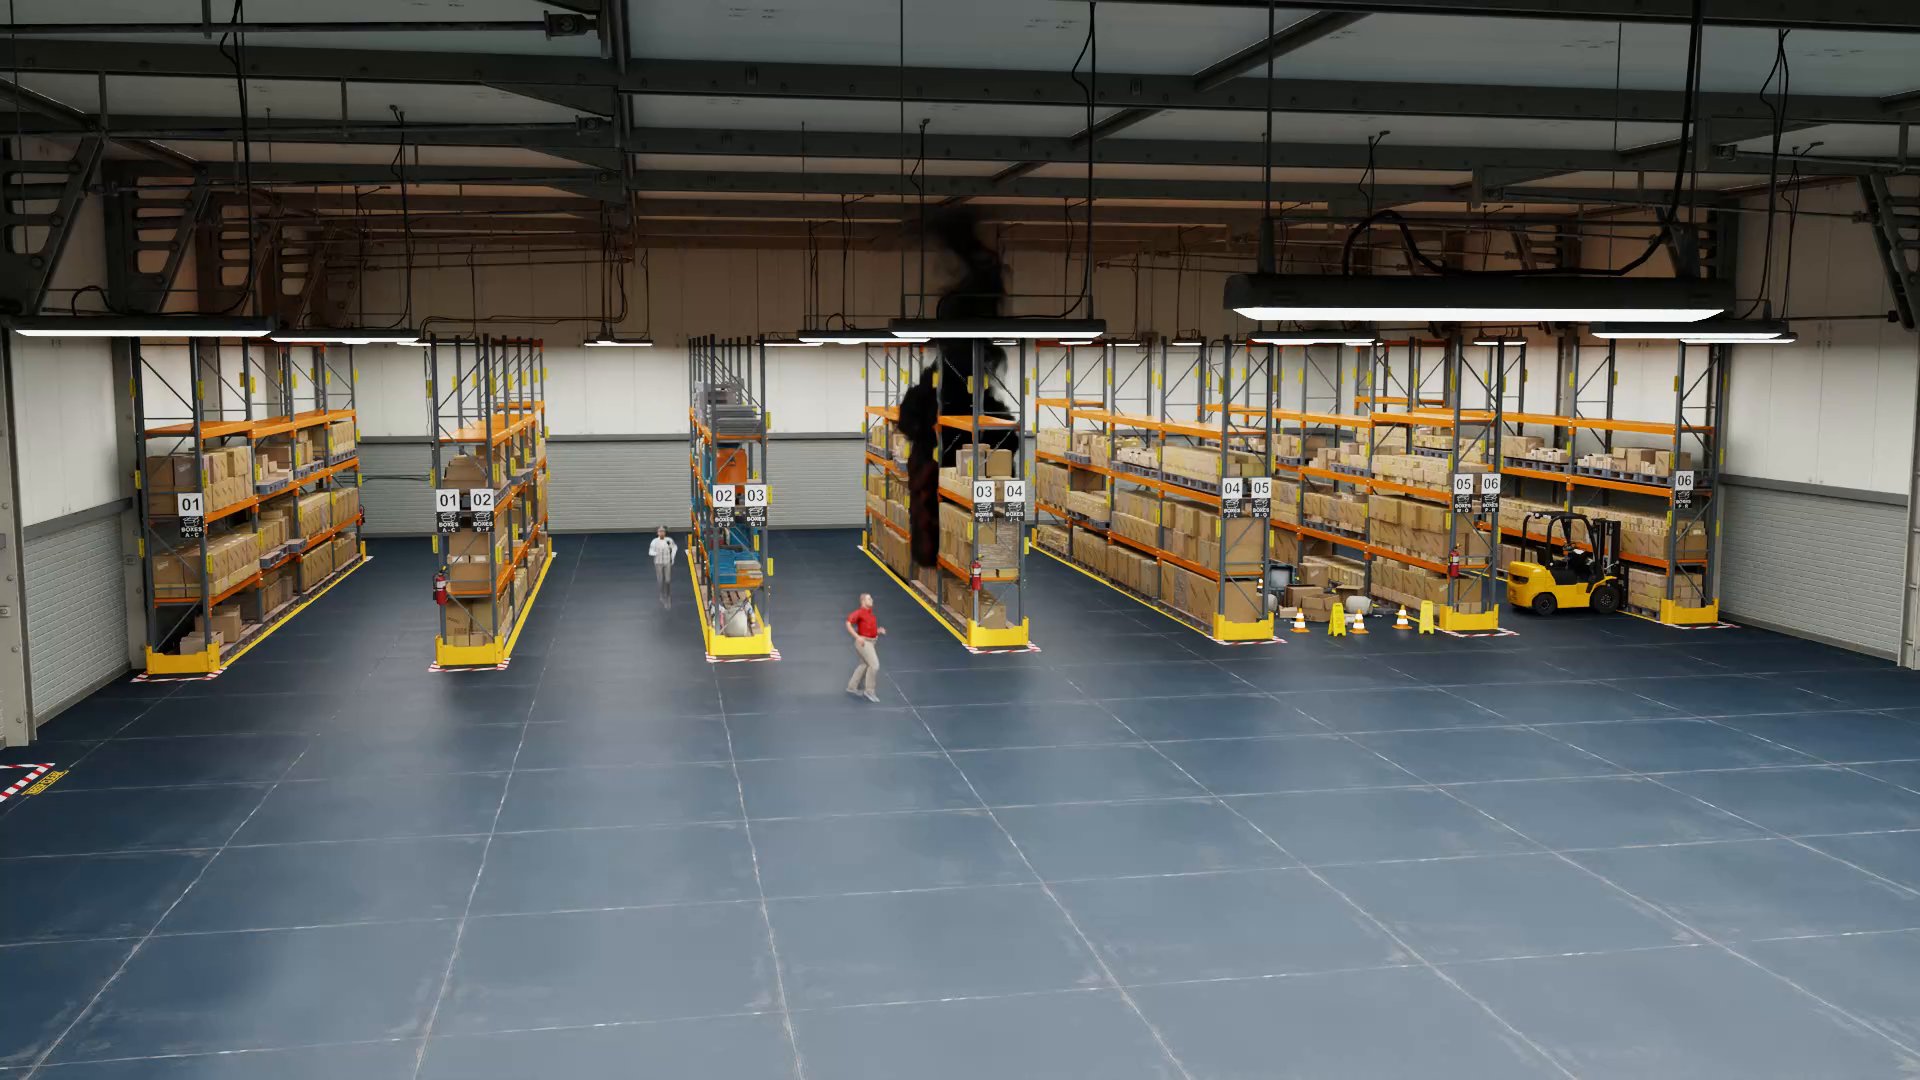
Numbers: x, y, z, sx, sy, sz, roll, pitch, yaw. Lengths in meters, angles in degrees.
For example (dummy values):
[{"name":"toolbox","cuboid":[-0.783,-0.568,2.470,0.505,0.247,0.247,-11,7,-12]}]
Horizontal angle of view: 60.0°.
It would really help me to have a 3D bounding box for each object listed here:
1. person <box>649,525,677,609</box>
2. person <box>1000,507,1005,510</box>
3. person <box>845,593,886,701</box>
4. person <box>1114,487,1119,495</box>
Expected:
[{"name":"person","cuboid":[-6.317,0.568,35.404,0.590,1.794,0.704,-1,7,-10]},{"name":"person","cuboid":[1.421,-0.417,45.903,0.633,1.839,0.777,-1,7,-10]},{"name":"person","cuboid":[-1.555,1.773,27.276,0.691,1.807,0.660,2,7,13]},{"name":"person","cuboid":[4.814,-0.818,50.408,0.672,1.572,0.591,-2,7,-19]}]
